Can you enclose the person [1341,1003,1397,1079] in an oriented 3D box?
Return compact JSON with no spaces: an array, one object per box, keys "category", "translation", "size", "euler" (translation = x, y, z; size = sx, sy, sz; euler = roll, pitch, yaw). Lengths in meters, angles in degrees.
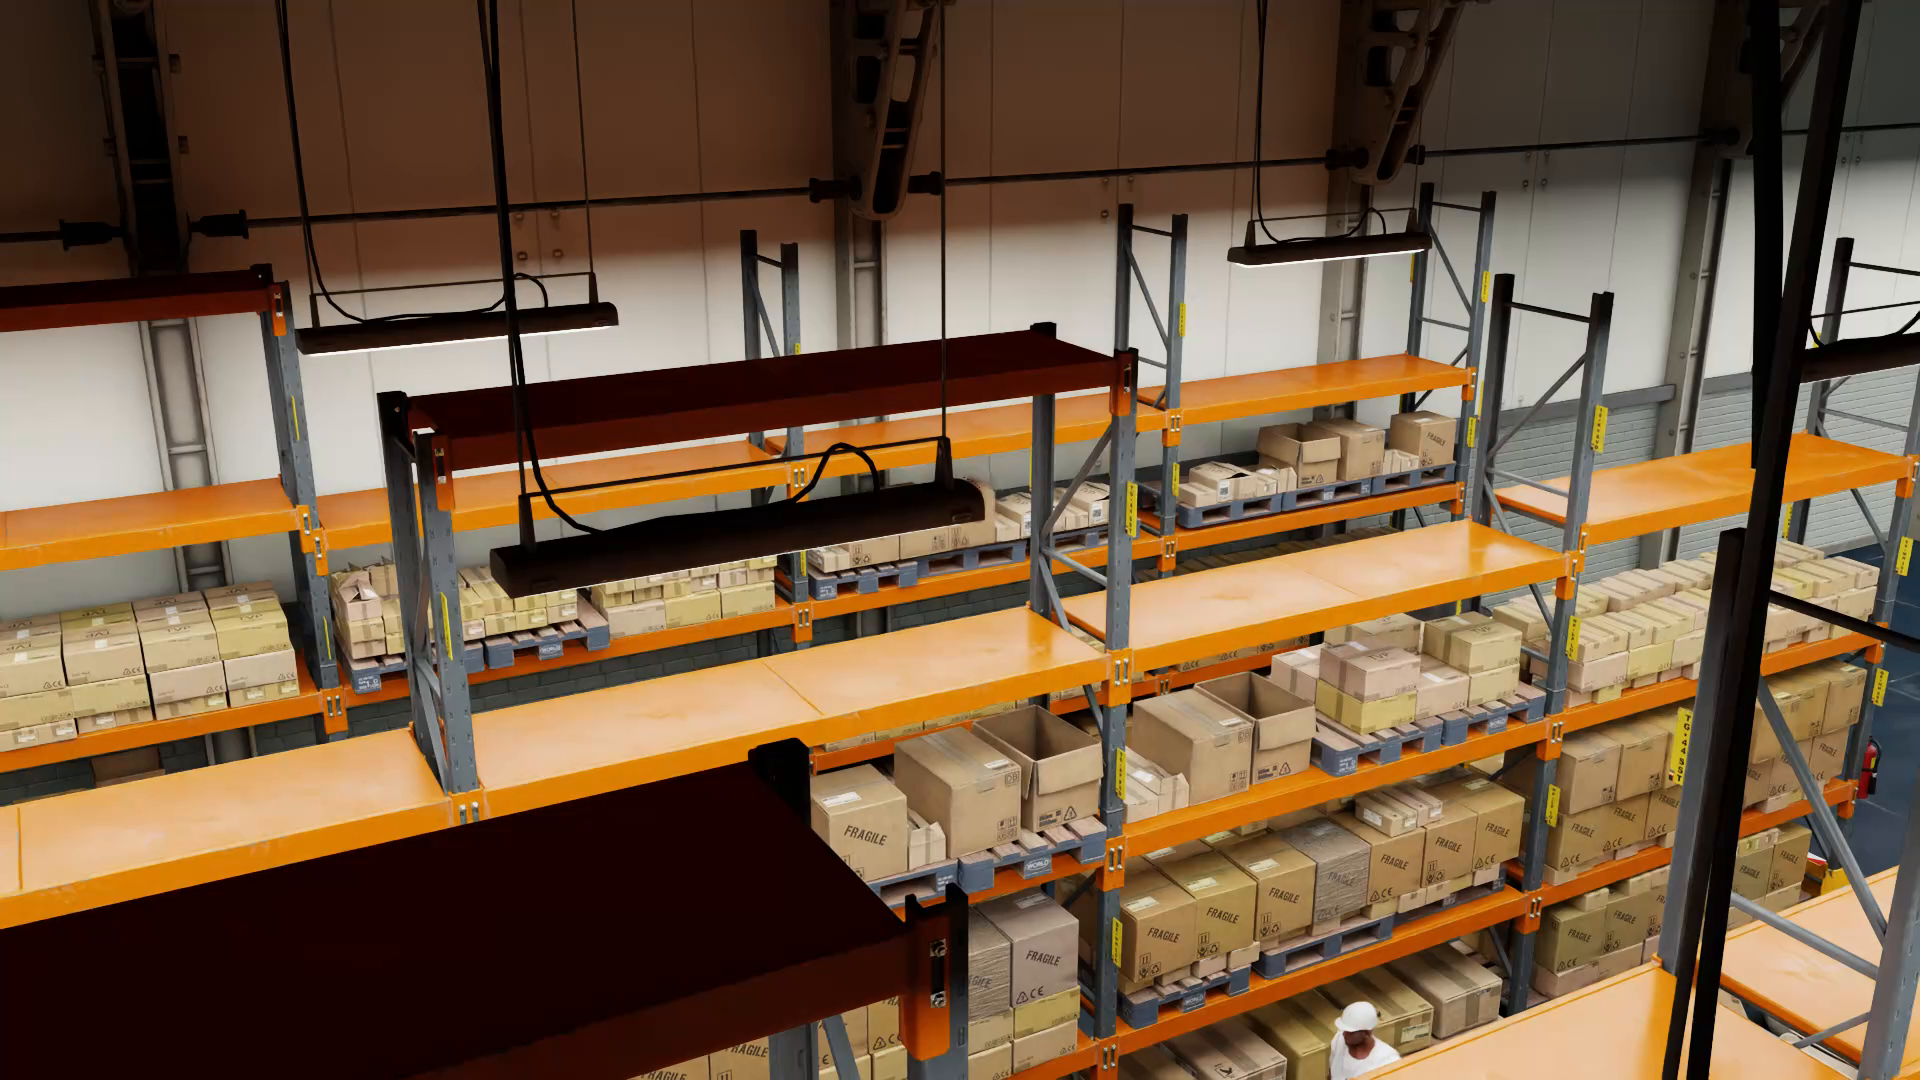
[{"category":"person","translation":[2.640,3.850,10.966],"size":[0.433,1.769,0.606],"euler":[2,18,8]}]
